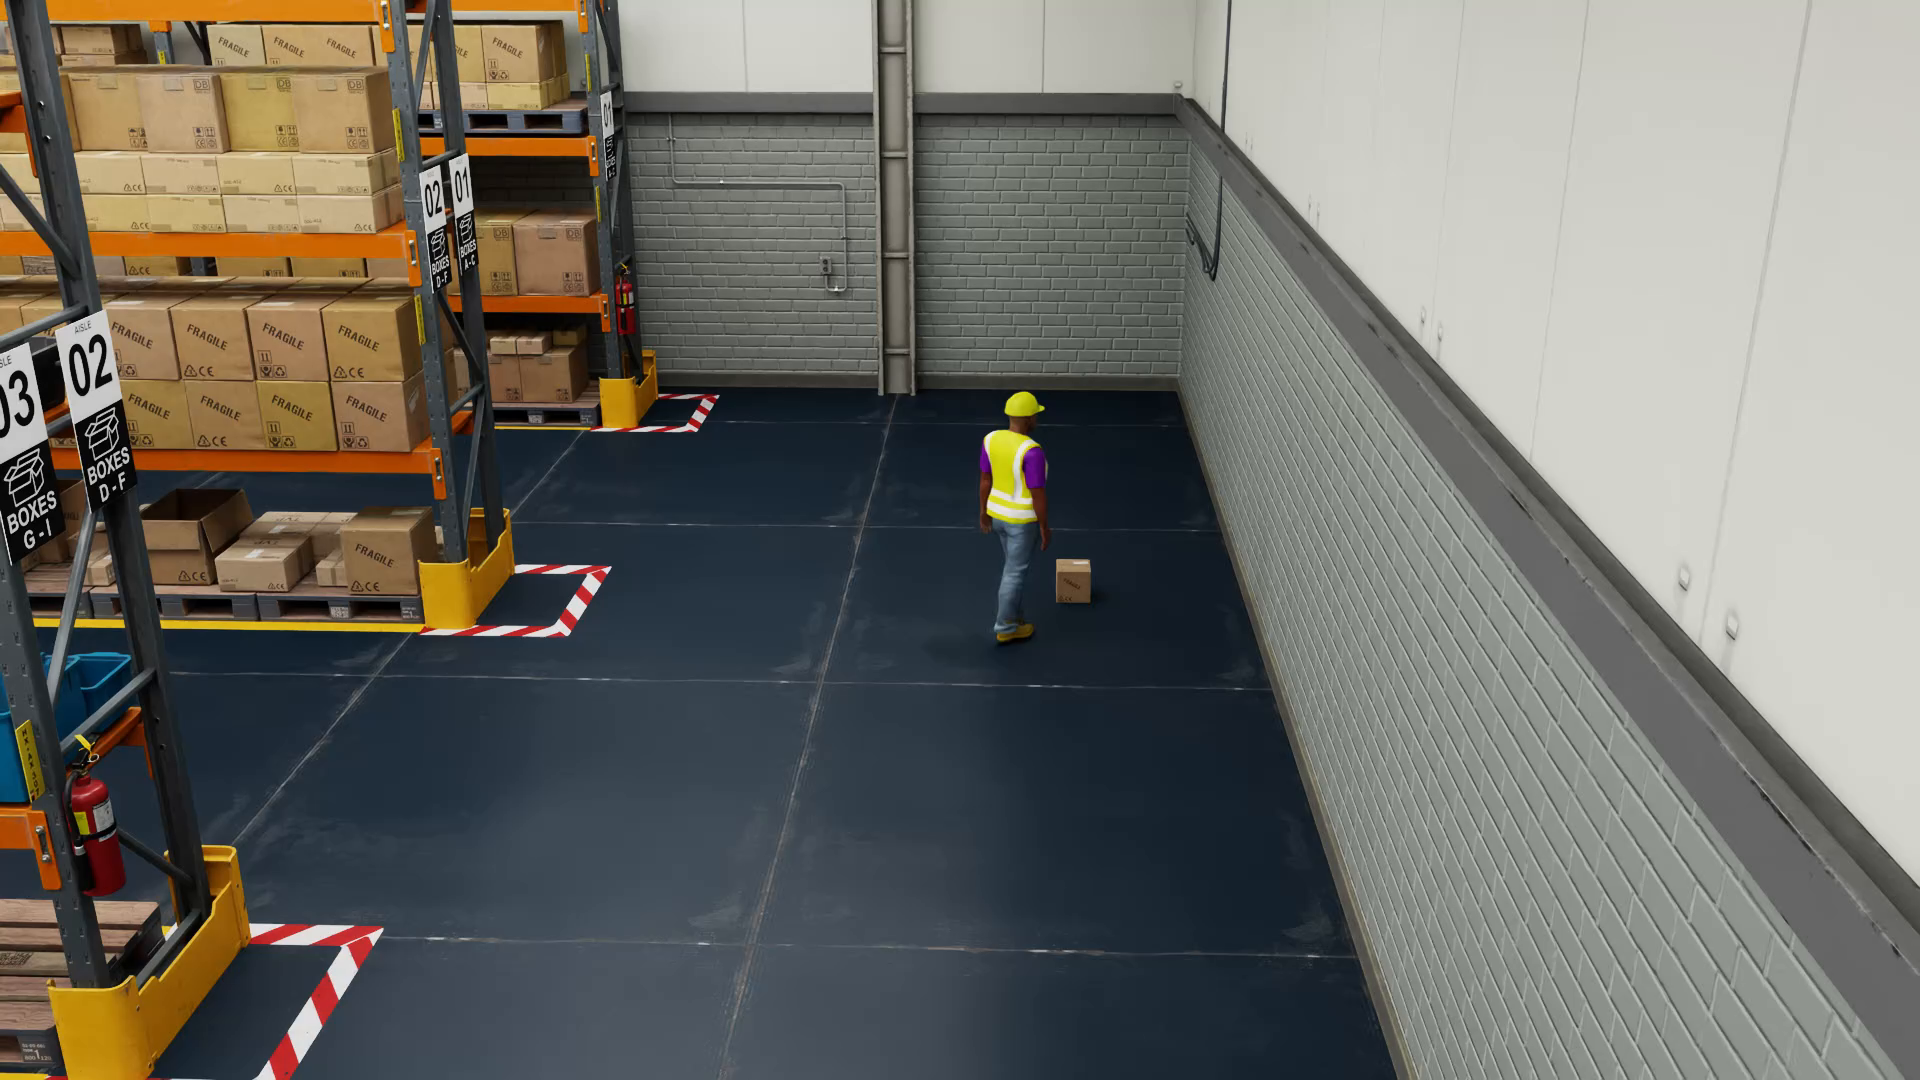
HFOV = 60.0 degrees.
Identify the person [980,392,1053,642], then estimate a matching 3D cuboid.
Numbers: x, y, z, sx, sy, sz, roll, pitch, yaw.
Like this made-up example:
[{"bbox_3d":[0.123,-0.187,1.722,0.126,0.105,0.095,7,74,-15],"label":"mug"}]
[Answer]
[{"bbox_3d":[0.424,-0.123,11.451,0.481,1.848,0.583,-15,25,-34],"label":"person"}]
